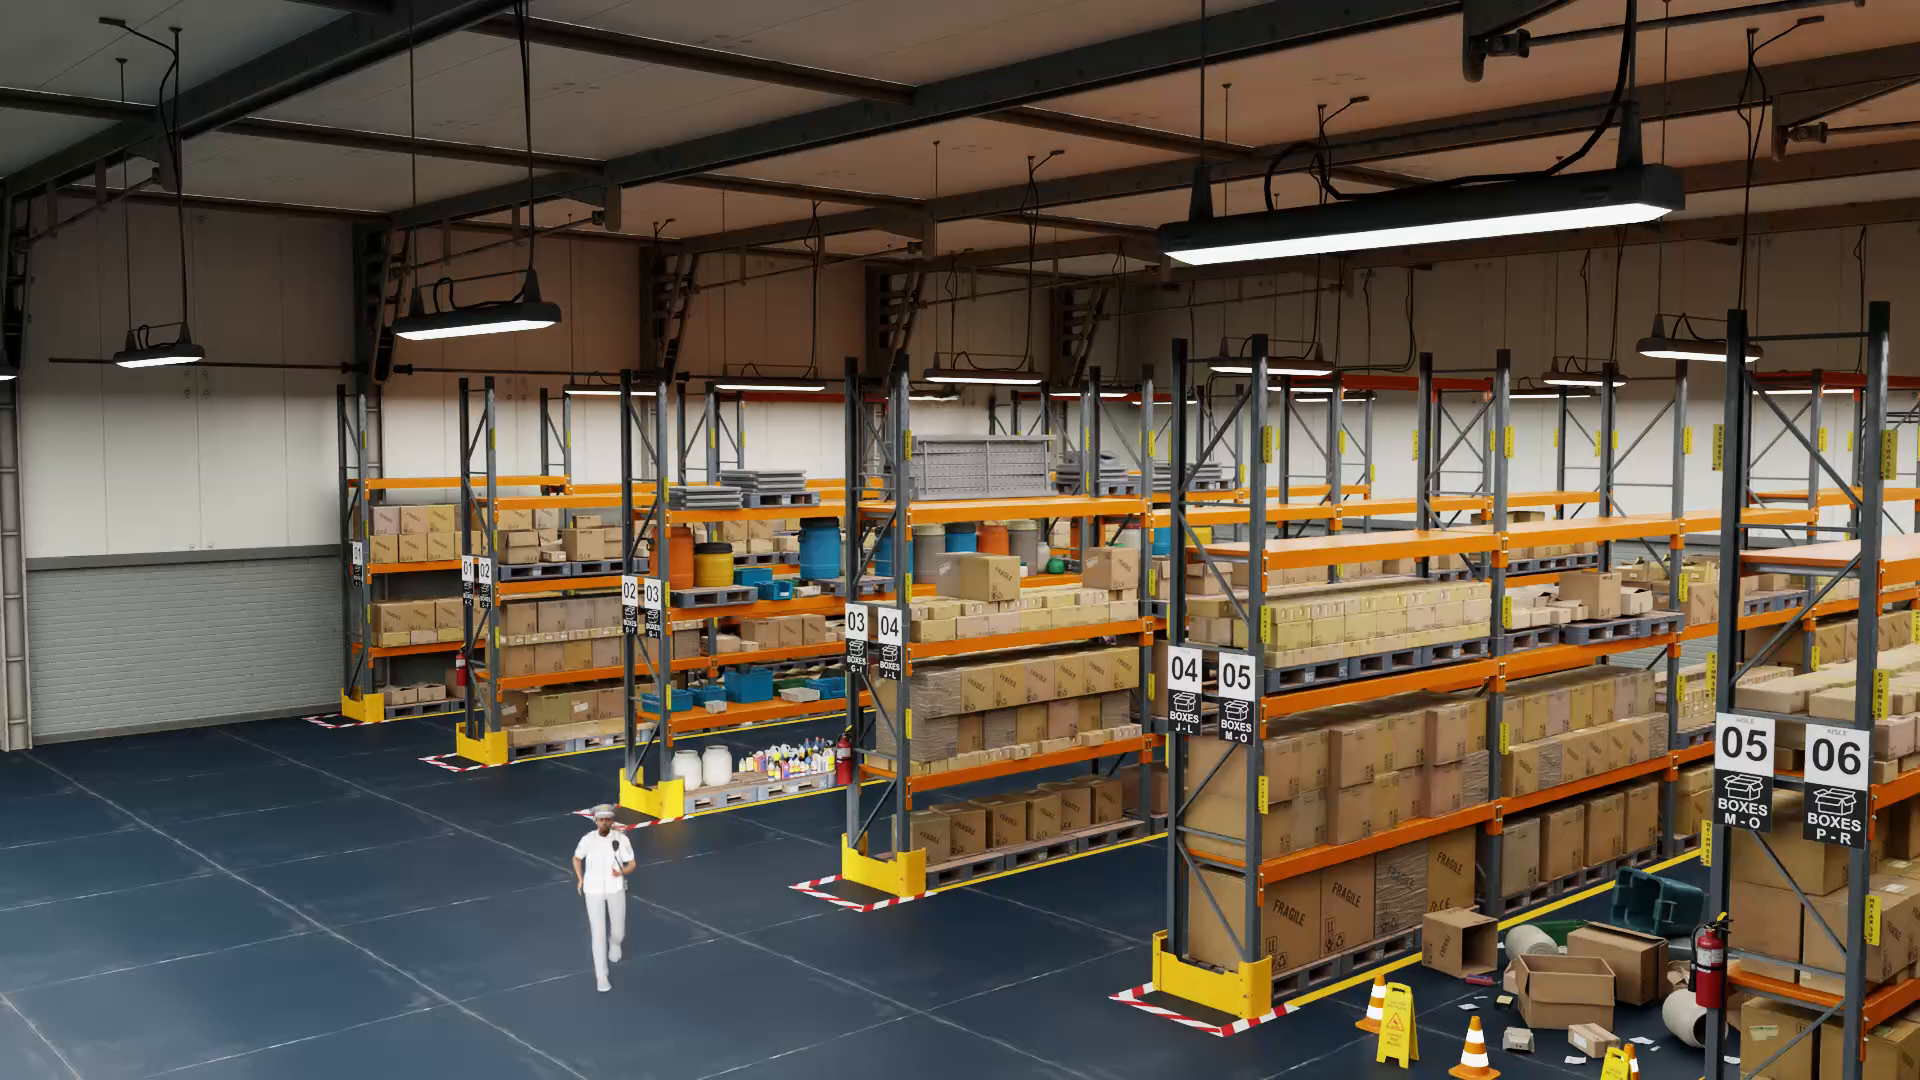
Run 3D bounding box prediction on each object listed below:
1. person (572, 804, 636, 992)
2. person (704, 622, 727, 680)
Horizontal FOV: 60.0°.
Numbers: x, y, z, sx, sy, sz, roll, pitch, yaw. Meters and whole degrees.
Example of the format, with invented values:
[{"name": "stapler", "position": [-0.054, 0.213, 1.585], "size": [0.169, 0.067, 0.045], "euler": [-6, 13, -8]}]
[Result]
[{"name": "person", "position": [-3.333, 3.296, 15.602], "size": [0.587, 1.667, 0.859], "euler": [-1, 4, -13]}, {"name": "person", "position": [-4.641, 2.307, 31.599], "size": [0.569, 1.548, 0.680], "euler": [3, 5, 41]}]
